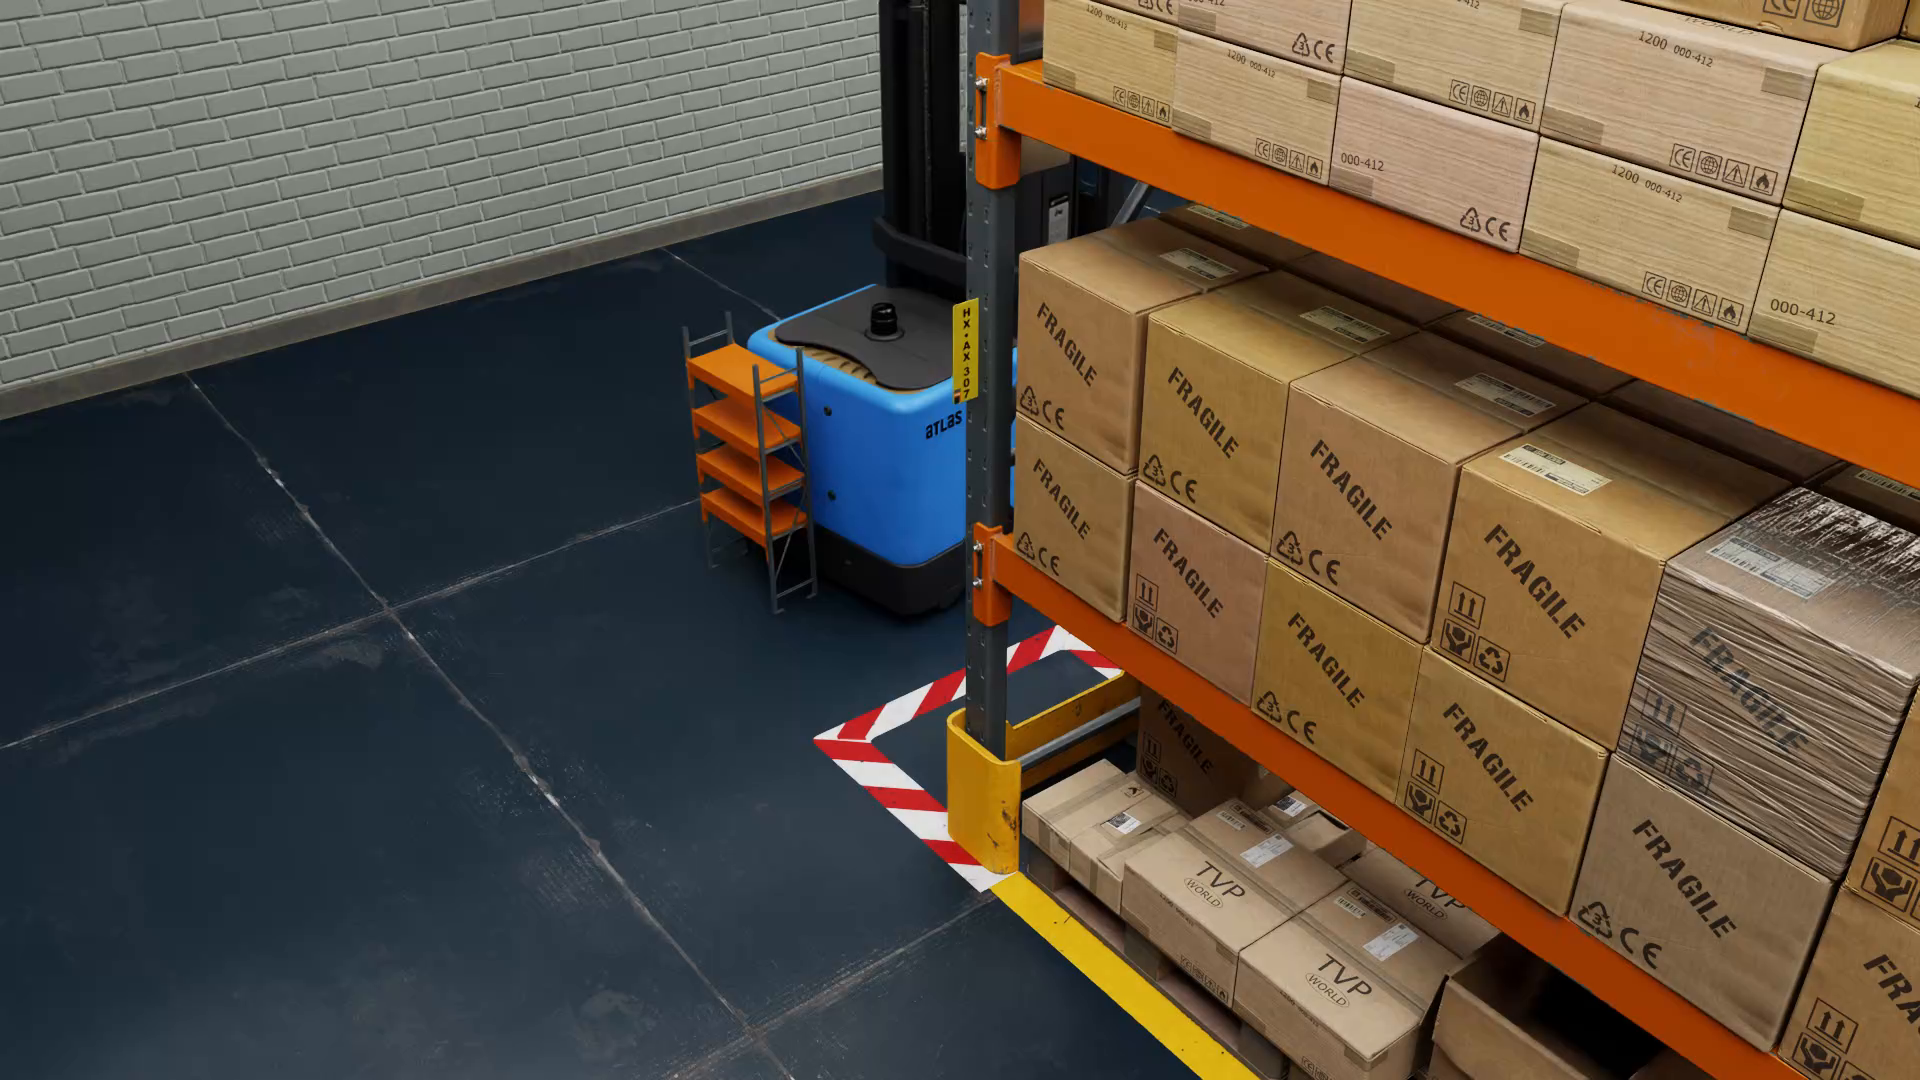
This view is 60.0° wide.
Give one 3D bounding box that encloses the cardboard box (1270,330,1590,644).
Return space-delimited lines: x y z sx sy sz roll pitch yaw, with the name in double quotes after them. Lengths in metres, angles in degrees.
1.142 -0.145 4.098 0.500 0.500 0.500 -22 38 -31 "cardboard box"

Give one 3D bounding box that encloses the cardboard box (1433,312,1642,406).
1.571 -0.320 4.379 0.500 0.500 0.500 -21 38 -30 "cardboard box"

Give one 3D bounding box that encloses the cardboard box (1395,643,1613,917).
1.444 0.486 4.029 0.500 0.500 0.500 -22 38 -31 "cardboard box"

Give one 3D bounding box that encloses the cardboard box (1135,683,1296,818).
0.977 0.648 5.816 0.500 0.500 0.500 -22 38 -31 "cardboard box"

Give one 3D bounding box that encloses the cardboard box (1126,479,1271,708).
0.833 0.067 4.704 0.500 0.500 0.500 -23 38 -32 "cardboard box"

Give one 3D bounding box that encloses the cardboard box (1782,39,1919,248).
1.780 -0.663 2.800 0.500 0.250 0.500 -22 38 -31 "cardboard box"

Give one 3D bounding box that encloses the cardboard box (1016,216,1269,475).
0.512 -0.571 4.783 0.500 0.500 0.500 -21 38 -30 "cardboard box"

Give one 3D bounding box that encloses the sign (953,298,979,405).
0.020 -0.566 4.997 0.100 0.325 0.005 -22 38 -31 "sign"

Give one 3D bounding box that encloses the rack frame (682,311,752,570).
-1.057 -0.416 7.279 0.240 1.200 0.015 -26 40 -35 "rack frame"

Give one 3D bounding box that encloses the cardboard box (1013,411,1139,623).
0.512 -0.146 5.047 0.500 0.500 0.500 -21 38 -30 "cardboard box"

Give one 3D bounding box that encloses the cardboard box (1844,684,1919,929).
2.071 0.487 3.081 0.500 0.500 0.500 -23 39 -32 "cardboard box"

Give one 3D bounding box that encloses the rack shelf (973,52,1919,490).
1.675 -0.509 3.565 1.077 0.370 4.000 -22 38 -31 "rack shelf"

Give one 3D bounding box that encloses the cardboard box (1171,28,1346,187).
0.859 -1.075 3.937 0.500 0.250 0.500 -22 38 -31 "cardboard box"

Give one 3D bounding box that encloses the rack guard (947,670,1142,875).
0.495 0.720 6.117 1.175 0.500 0.348 -22 38 -31 "rack guard"

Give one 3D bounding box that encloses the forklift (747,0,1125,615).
0.441 -1.612 7.568 1.130 2.935 3.031 26 40 36 "forklift"

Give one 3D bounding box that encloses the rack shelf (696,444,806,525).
-0.891 -0.264 7.162 0.258 0.148 0.480 -26 40 -35 "rack shelf"

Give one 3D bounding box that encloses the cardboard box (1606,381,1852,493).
1.886 -0.105 4.034 0.500 0.500 0.500 -21 38 -30 "cardboard box"

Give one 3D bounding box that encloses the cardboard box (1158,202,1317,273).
0.939 -0.744 5.063 0.500 0.500 0.500 -23 38 -32 "cardboard box"

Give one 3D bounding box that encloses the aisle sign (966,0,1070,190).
0.175 -1.411 4.716 0.394 0.787 0.004 -22 38 -31 "aisle sign"

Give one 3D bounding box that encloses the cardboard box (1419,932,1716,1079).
1.745 1.386 4.625 0.797 0.503 0.637 -22 38 -31 "cardboard box"

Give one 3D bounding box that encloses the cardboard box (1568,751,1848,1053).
1.758 0.698 3.689 0.500 0.500 0.500 -21 38 -30 "cardboard box"

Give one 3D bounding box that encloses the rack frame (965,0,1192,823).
0.449 -0.374 5.509 1.000 3.000 0.127 -22 38 -31 "rack frame"

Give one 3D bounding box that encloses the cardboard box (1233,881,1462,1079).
1.171 1.343 4.934 0.500 0.250 0.500 -22 38 -31 "cardboard box"

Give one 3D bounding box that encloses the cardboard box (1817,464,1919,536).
2.203 0.109 3.688 0.500 0.500 0.500 -24 39 -33 "cardboard box"

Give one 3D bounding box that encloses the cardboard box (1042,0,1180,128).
0.563 -1.288 4.280 0.500 0.250 0.500 -22 38 -31 "cardboard box"

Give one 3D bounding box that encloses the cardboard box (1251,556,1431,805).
1.138 0.278 4.365 0.500 0.500 0.500 -22 38 -32 "cardboard box"

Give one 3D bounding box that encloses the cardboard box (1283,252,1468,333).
1.249 -0.534 4.724 0.500 0.500 0.500 -21 38 -30 "cardboard box"

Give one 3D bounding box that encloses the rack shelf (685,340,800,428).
-0.895 -0.653 6.917 0.258 0.148 0.480 -26 40 -35 "rack shelf"

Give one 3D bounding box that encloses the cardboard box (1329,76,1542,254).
1.167 -0.867 3.603 0.500 0.250 0.500 -22 38 -31 "cardboard box"

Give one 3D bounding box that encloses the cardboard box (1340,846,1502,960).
1.535 1.160 5.228 0.500 0.250 0.500 -22 38 -31 "cardboard box"

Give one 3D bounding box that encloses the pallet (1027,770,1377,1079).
0.985 1.175 5.659 1.003 0.211 1.213 -22 38 -31 "pallet"

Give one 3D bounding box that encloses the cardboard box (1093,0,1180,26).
0.558 -1.498 4.145 0.500 0.250 0.500 -22 38 -31 "cardboard box"

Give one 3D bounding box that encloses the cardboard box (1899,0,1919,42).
2.067 -1.099 2.791 0.700 0.500 0.500 -22 38 -31 "cardboard box"

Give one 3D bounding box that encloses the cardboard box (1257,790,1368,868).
1.154 0.988 5.585 0.380 0.166 0.250 -22 38 -31 "cardboard box"

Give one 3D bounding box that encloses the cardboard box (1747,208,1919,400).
1.782 -0.451 2.933 0.500 0.250 0.500 -22 38 -31 "cardboard box"

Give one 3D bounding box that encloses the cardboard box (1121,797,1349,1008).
0.865 1.134 5.270 0.500 0.250 0.500 -22 38 -31 "cardboard box"

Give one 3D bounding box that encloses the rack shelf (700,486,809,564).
-0.890 -0.096 7.268 0.258 0.148 0.480 -26 40 -35 "rack shelf"

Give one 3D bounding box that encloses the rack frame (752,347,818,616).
-0.727 -0.226 6.974 0.240 1.200 0.015 -26 40 -35 "rack frame"

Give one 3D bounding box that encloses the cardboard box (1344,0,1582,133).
1.171 -1.081 3.473 0.500 0.250 0.500 -22 38 -31 "cardboard box"

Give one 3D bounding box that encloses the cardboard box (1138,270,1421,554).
0.839 -0.355 4.437 0.500 0.500 0.500 -22 38 -31 "cardboard box"

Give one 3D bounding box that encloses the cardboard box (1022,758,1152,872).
0.434 0.936 5.685 0.380 0.149 0.250 -22 38 -31 "cardboard box"

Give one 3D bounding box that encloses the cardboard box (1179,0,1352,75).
0.859 -1.288 3.805 0.500 0.250 0.500 -22 38 -31 "cardboard box"

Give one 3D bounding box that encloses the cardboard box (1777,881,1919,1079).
2.075 0.911 3.345 0.500 0.500 0.500 -21 38 -30 "cardboard box"

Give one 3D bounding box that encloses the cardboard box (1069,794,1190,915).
0.587 1.033 5.512 0.380 0.166 0.250 -22 38 -31 "cardboard box"

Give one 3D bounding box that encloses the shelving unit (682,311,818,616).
-0.892 -0.321 7.126 0.258 1.200 0.503 -26 40 -35 "shelving unit"

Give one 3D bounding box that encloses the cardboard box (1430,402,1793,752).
1.454 0.066 3.758 0.500 0.500 0.500 -23 38 -32 "cardboard box"

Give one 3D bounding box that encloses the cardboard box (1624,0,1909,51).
1.640 -1.258 3.047 0.700 0.500 0.500 -22 38 -31 "cardboard box"

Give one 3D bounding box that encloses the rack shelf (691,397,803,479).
-0.893 -0.453 7.043 0.258 0.148 0.480 -26 40 -35 "rack shelf"

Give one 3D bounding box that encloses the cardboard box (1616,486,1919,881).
1.762 0.276 3.419 0.500 0.500 0.500 -22 38 -31 "cardboard box"

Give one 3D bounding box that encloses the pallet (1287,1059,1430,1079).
1.729 1.683 4.841 1.003 0.211 1.213 -22 38 -31 "pallet"

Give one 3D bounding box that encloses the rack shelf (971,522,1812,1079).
1.675 0.765 4.356 1.077 0.370 4.000 -22 38 -31 "rack shelf"

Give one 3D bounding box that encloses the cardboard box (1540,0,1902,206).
1.474 -0.872 3.136 0.500 0.250 0.500 -22 38 -31 "cardboard box"

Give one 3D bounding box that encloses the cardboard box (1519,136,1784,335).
1.479 -0.661 3.271 0.500 0.250 0.500 -22 38 -31 "cardboard box"
